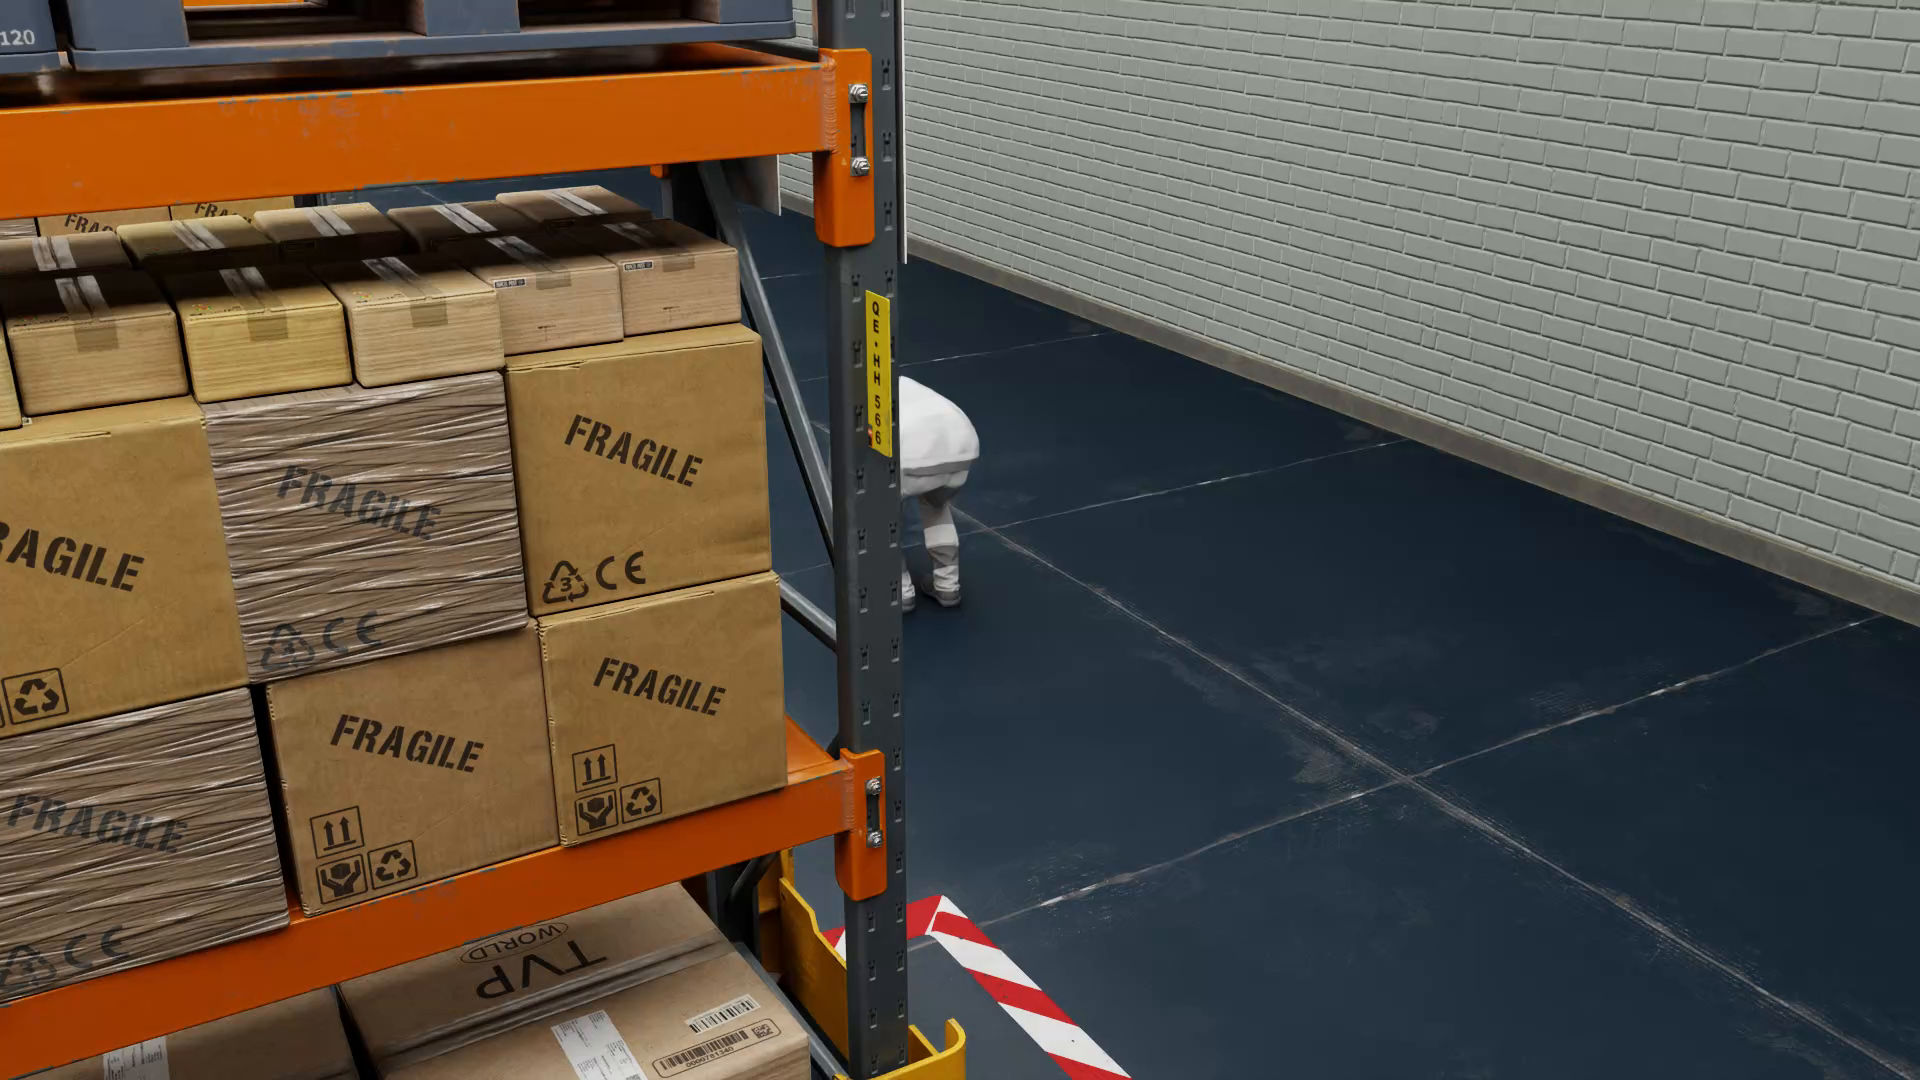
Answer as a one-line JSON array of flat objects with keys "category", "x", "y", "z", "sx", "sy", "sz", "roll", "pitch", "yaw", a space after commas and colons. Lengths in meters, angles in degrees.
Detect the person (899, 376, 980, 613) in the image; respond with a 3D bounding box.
[{"category": "person", "x": -0.291, "y": -0.247, "z": 7.697, "sx": 0.522, "sy": 1.039, "sz": 0.958, "roll": -14, "pitch": 25, "yaw": -31}]
